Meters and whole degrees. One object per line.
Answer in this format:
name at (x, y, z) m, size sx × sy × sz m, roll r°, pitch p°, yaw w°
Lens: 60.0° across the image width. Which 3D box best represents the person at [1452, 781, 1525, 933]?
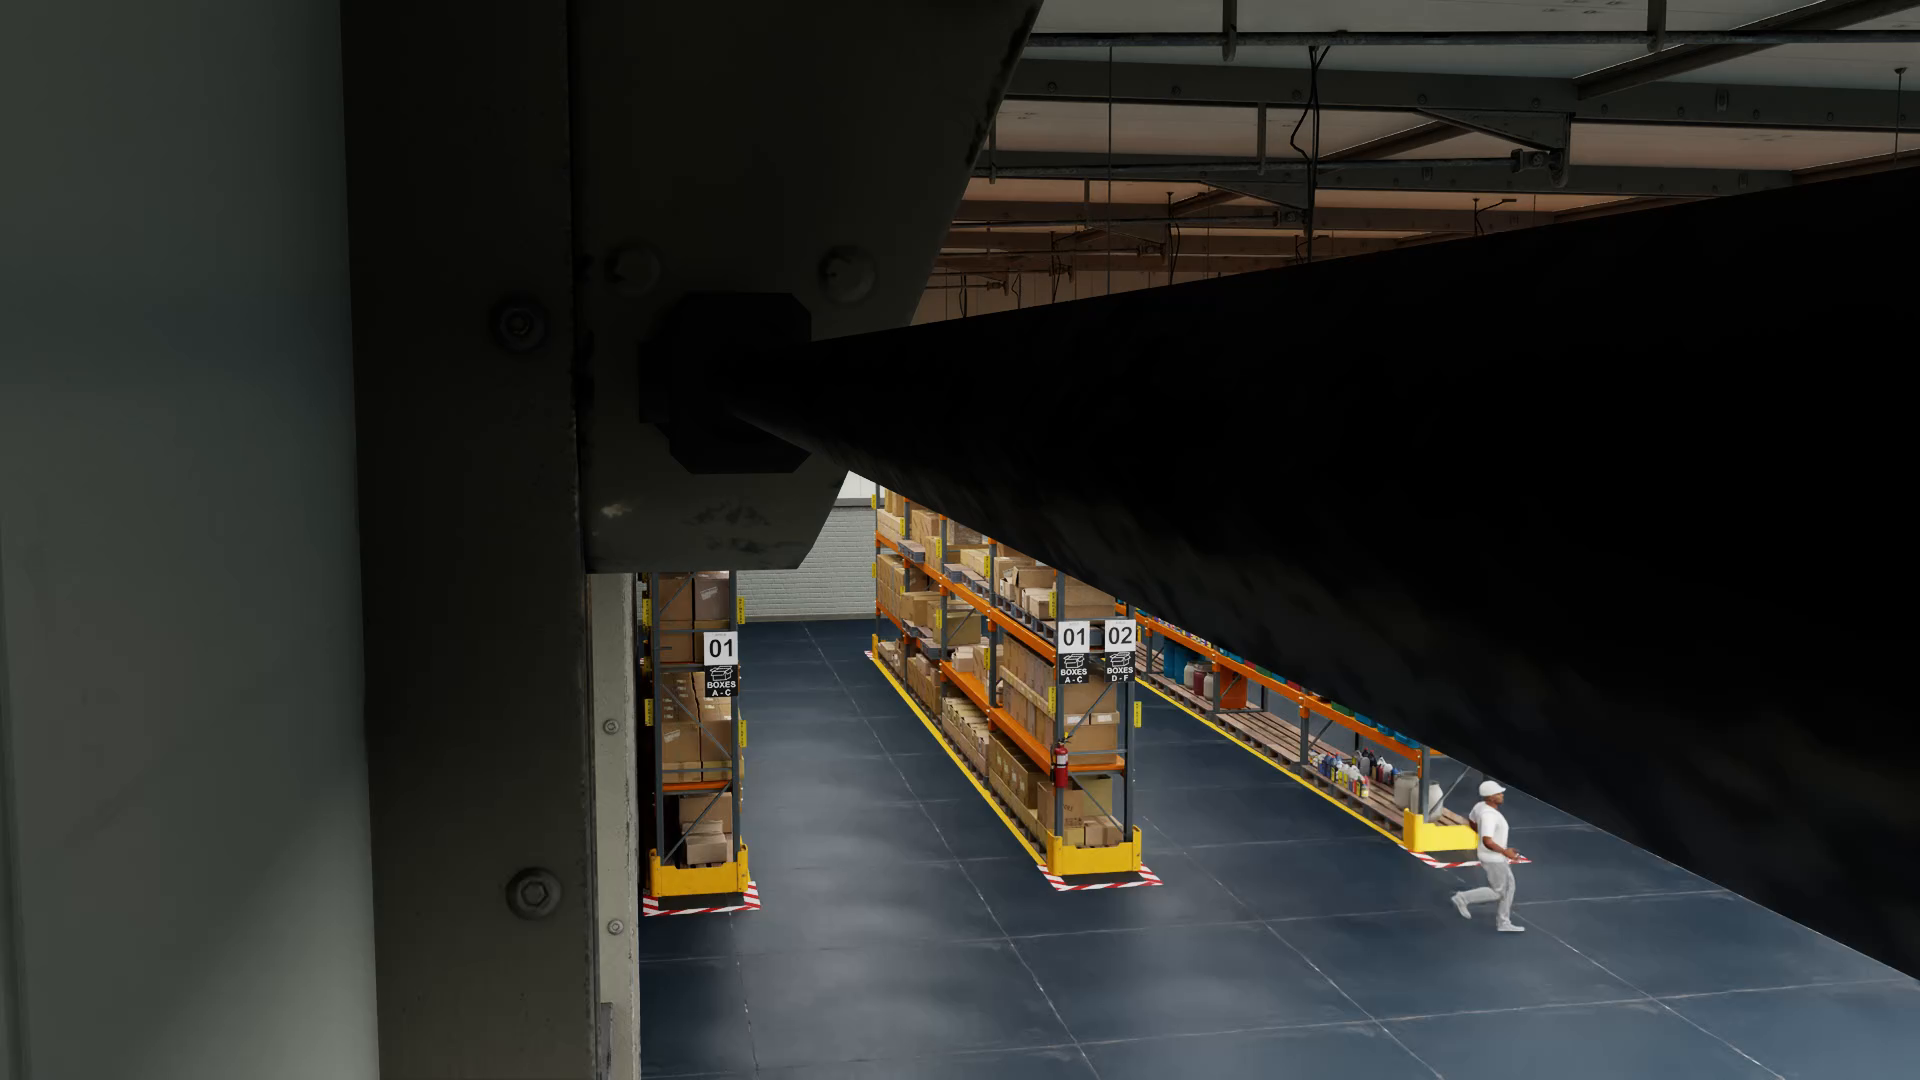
person at (5.967, 3.558, 18.733) m, size 0.815 × 1.726 × 0.712 m, roll 1°, pitch 6°, yaw 11°
